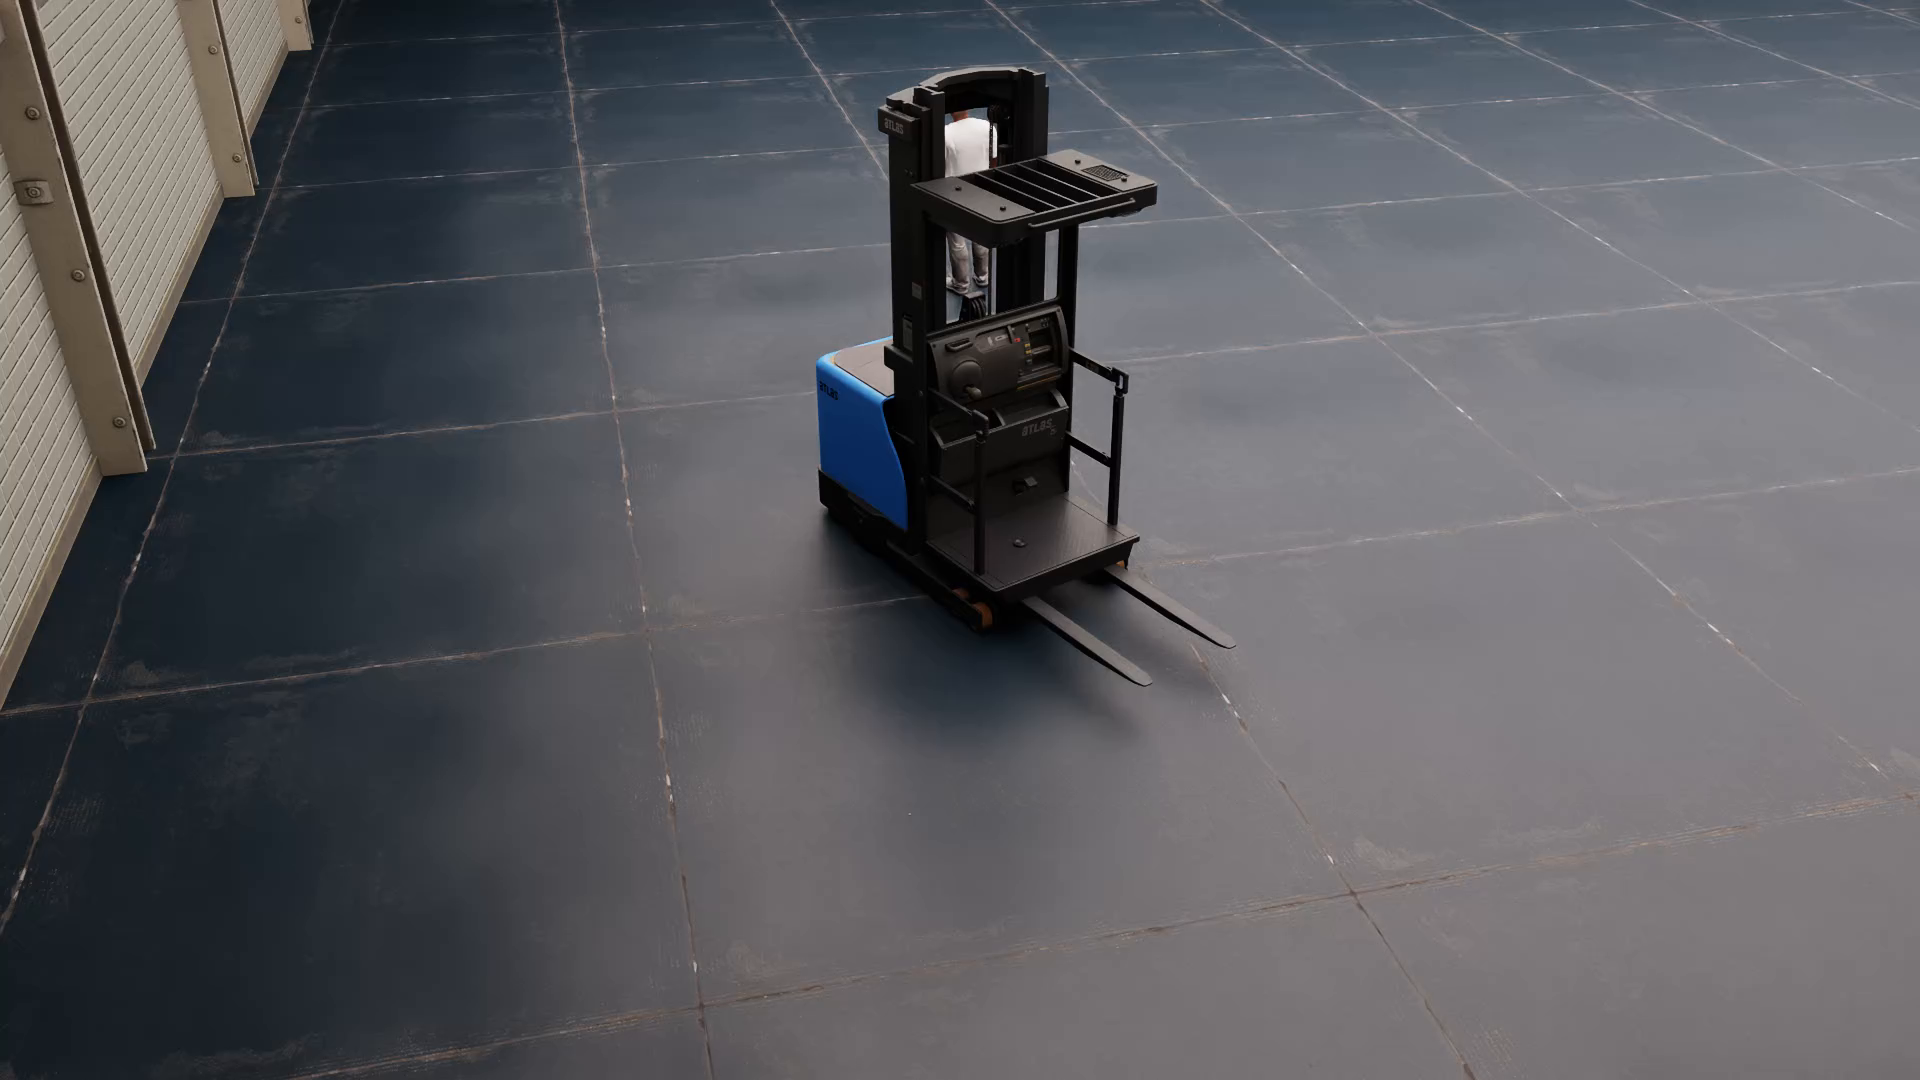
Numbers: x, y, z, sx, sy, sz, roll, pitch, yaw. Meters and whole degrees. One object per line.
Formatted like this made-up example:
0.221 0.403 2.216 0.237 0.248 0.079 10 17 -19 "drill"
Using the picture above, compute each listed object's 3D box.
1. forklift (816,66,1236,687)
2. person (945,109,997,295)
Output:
0.355 -1.021 9.338 1.130 2.935 3.031 -20 35 -30 "forklift"
-0.002 -2.900 13.731 0.666 1.766 0.576 -11 32 -17 "person"
